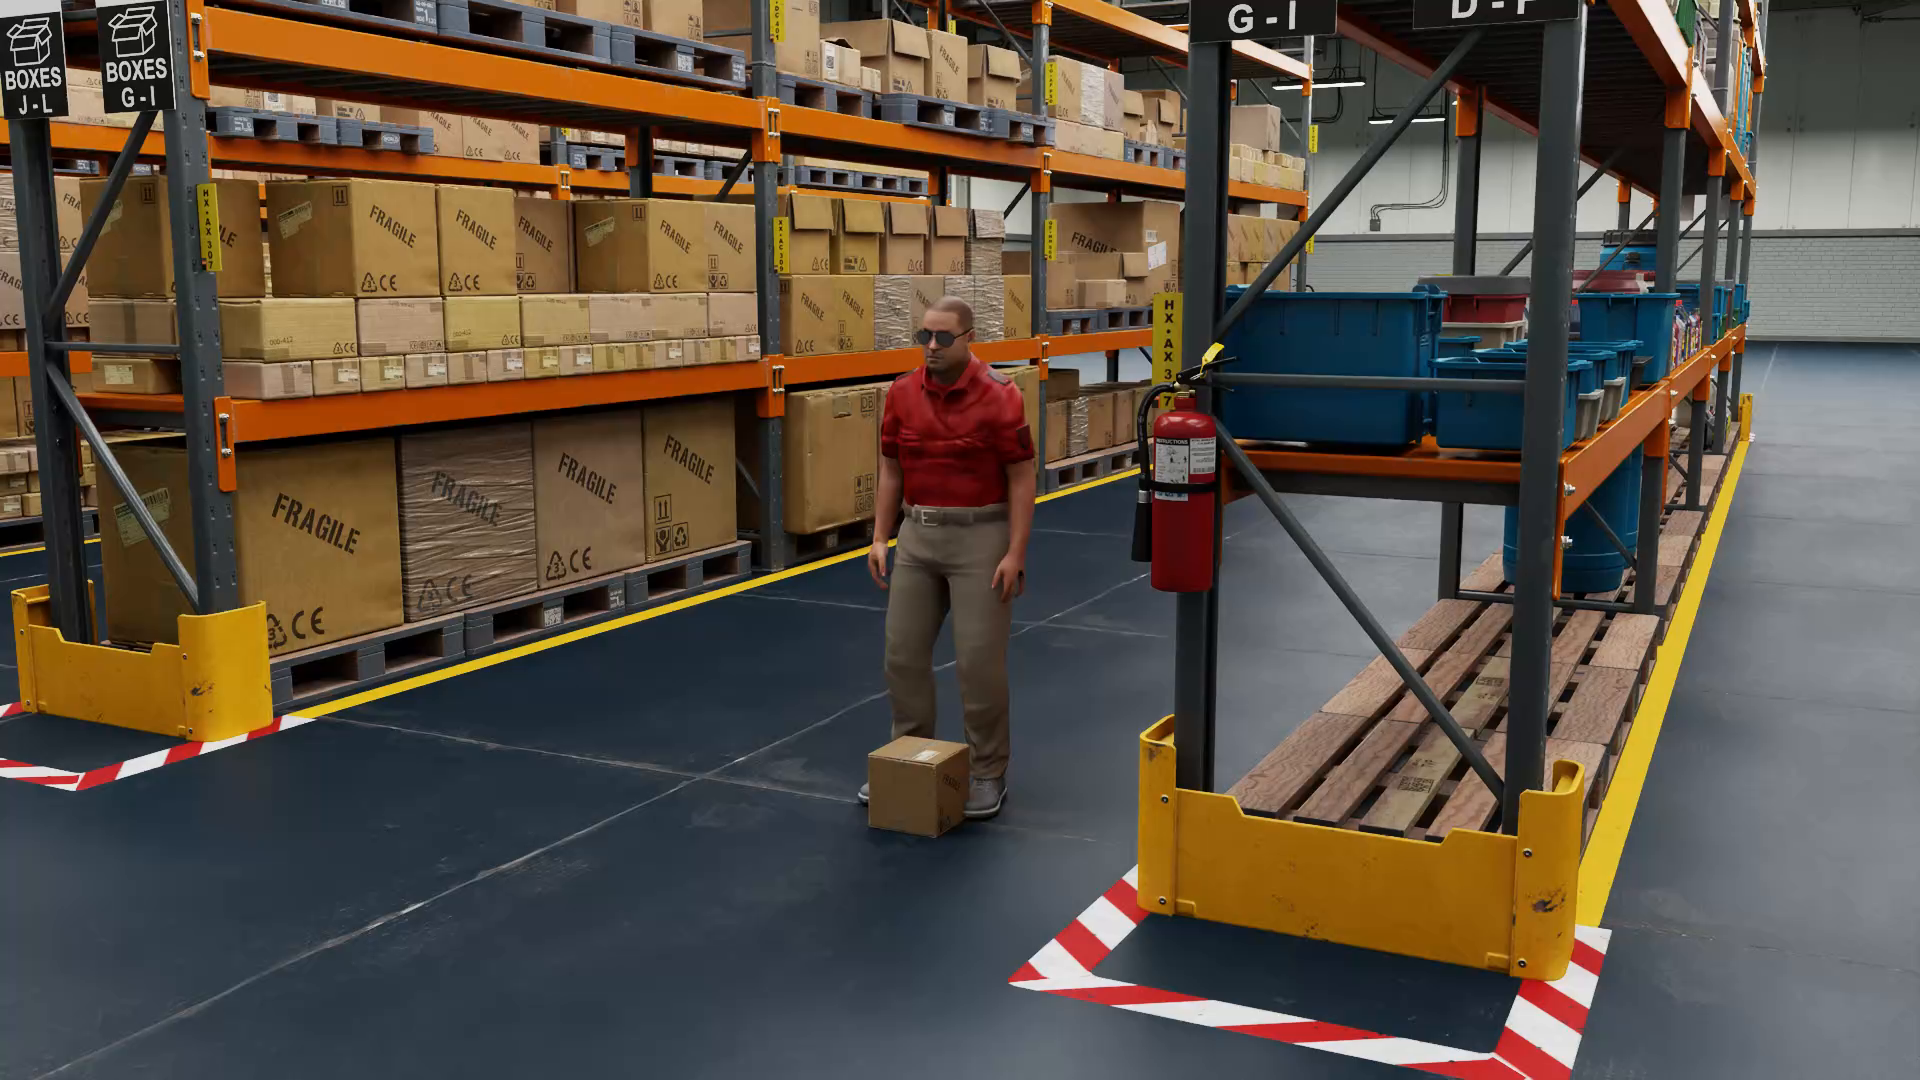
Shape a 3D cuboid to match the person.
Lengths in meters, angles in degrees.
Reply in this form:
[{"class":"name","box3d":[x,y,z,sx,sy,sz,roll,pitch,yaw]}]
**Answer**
[{"class":"person","box3d":[-0.032,0.046,5.613,0.585,1.727,0.392,4,10,26]}]
